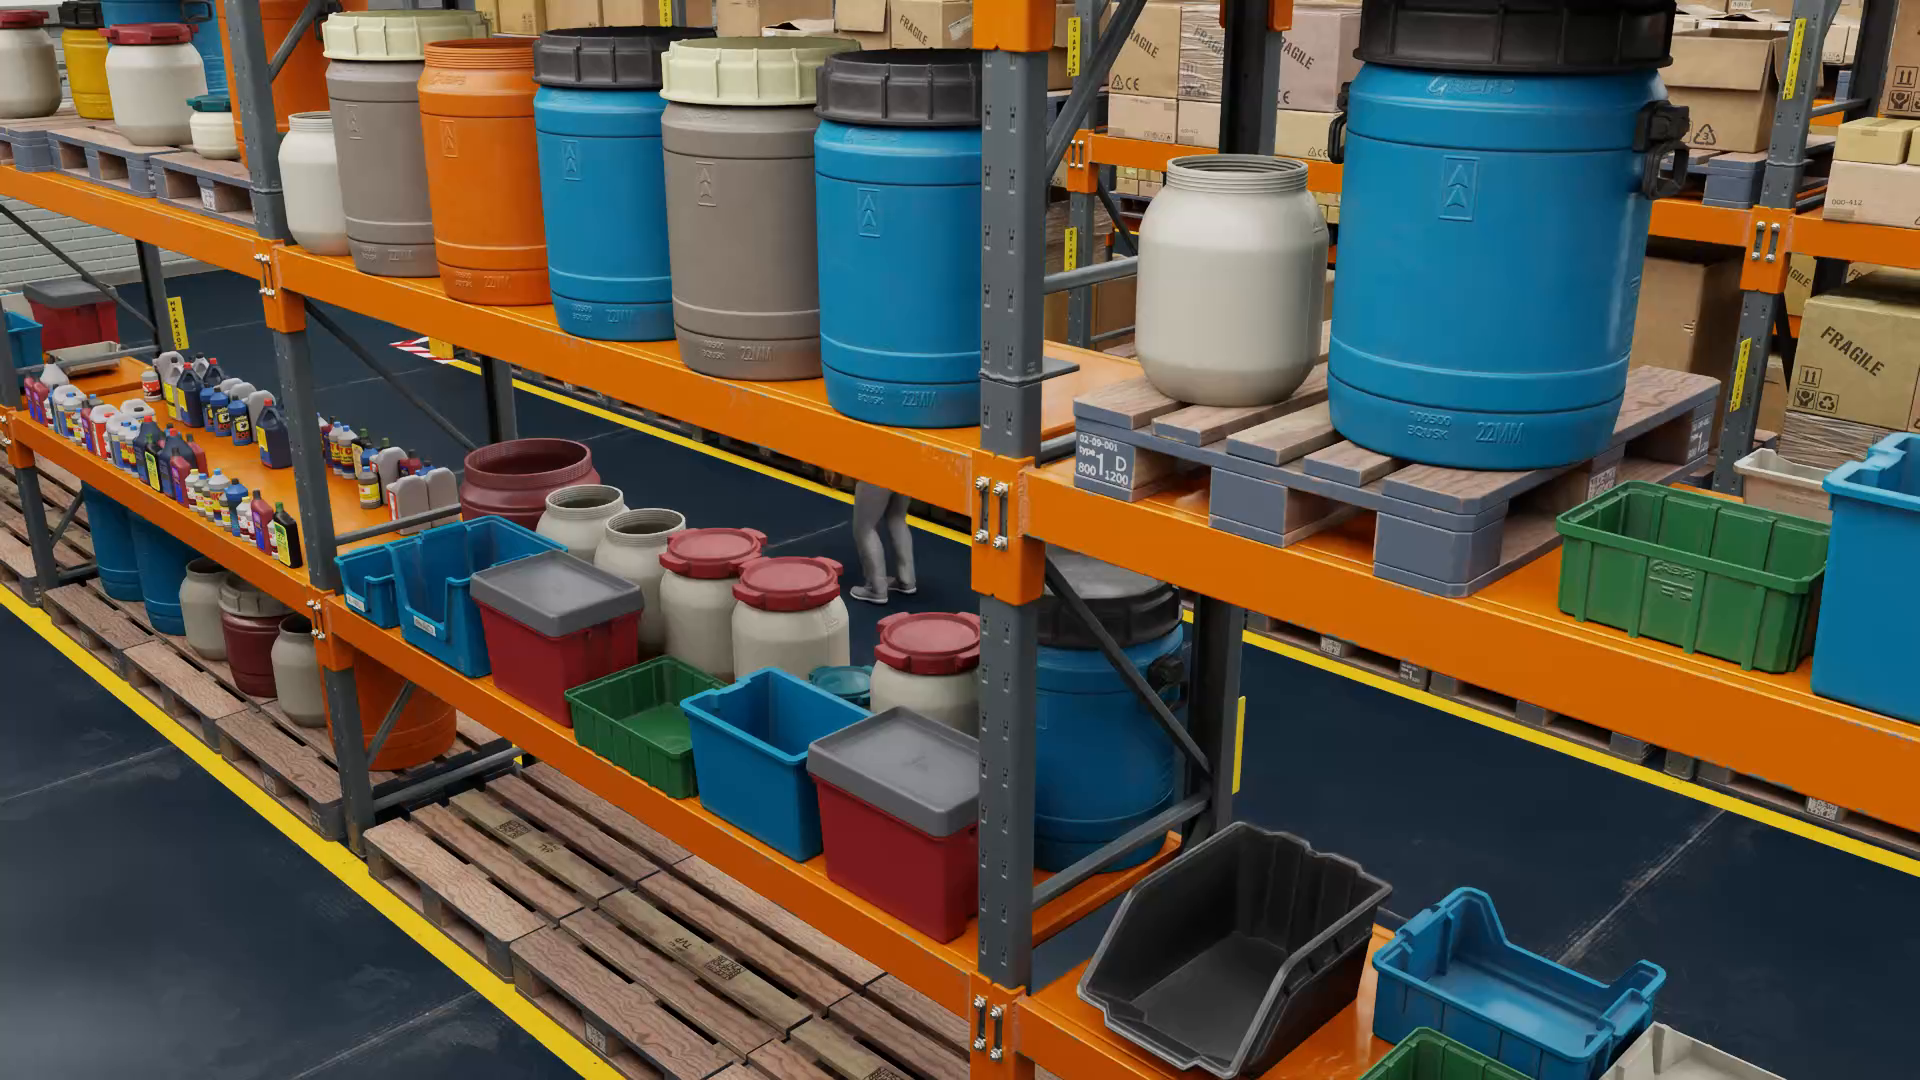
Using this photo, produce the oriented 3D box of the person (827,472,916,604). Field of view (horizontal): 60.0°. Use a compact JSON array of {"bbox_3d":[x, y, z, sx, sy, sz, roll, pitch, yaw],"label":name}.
[{"bbox_3d":[-0.538,-0.415,10.286,0.576,1.595,0.412,18,27,40],"label":"person"}]
